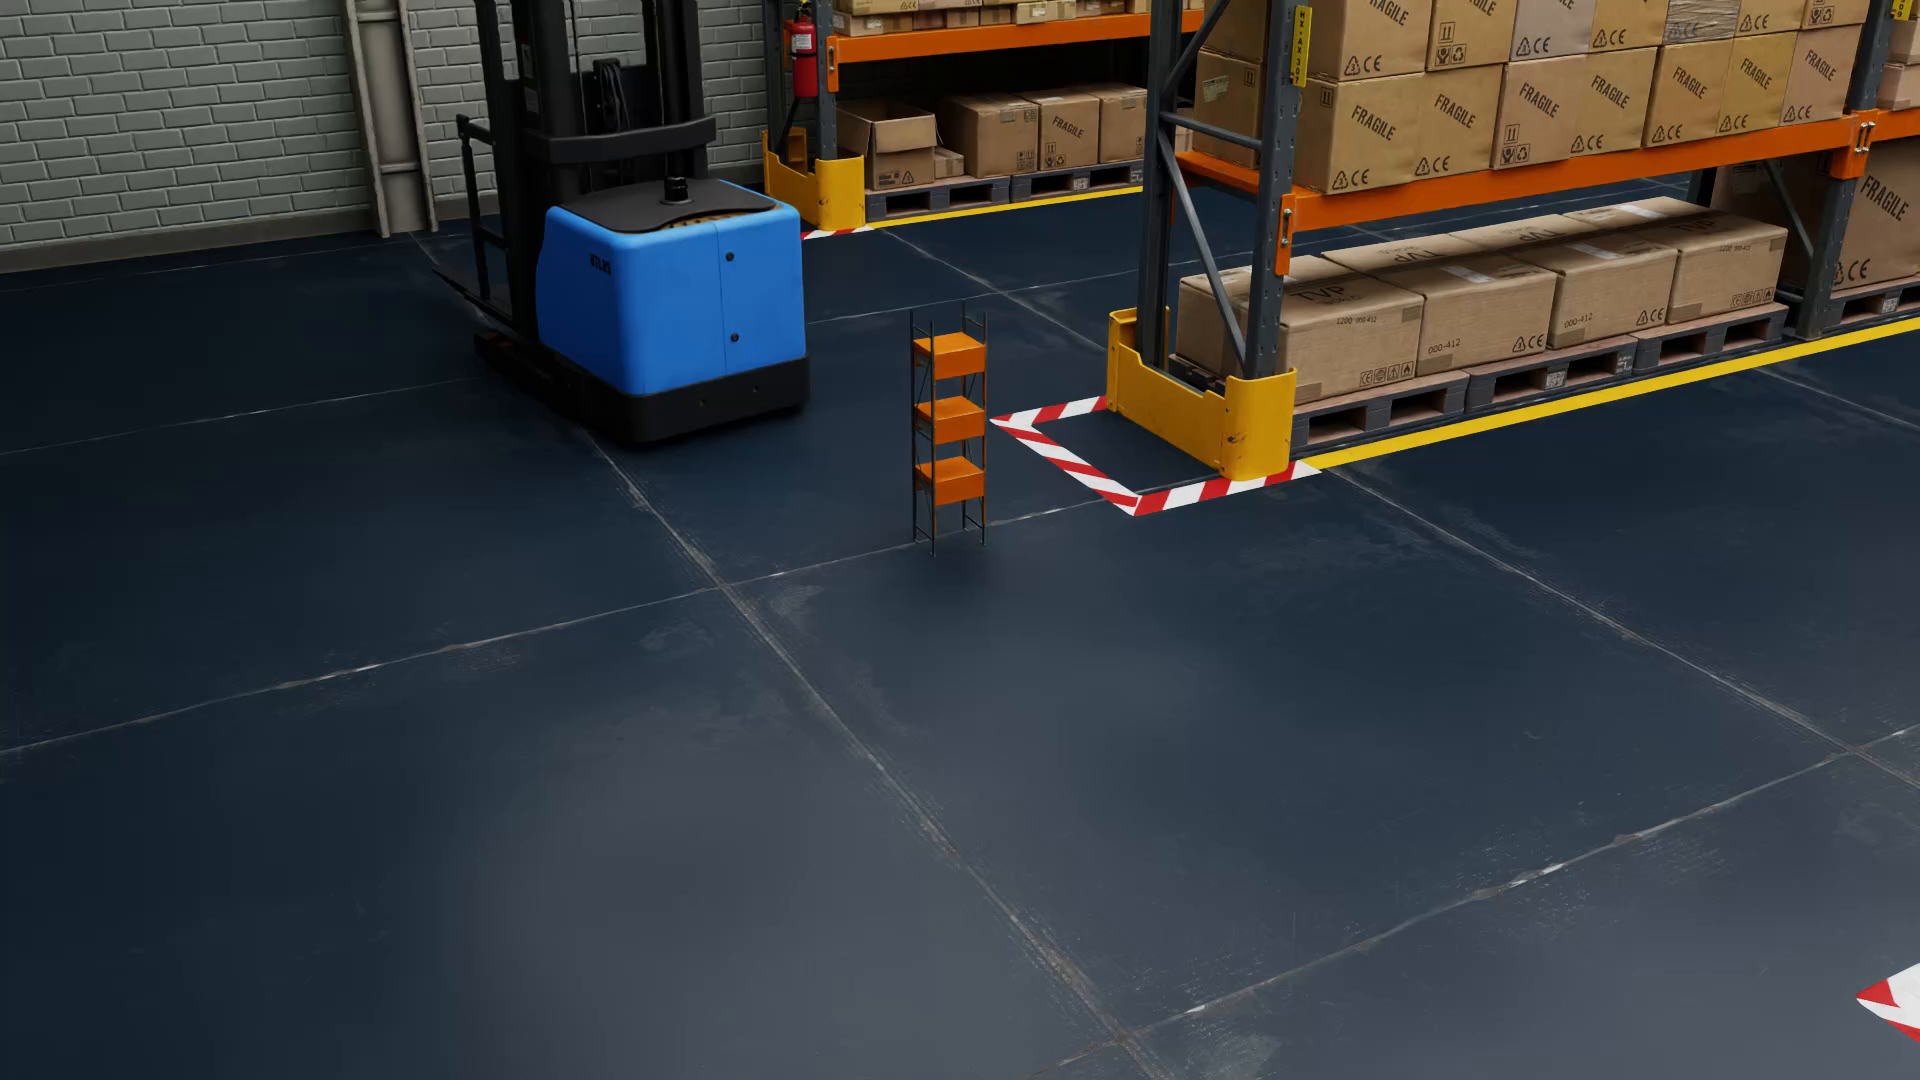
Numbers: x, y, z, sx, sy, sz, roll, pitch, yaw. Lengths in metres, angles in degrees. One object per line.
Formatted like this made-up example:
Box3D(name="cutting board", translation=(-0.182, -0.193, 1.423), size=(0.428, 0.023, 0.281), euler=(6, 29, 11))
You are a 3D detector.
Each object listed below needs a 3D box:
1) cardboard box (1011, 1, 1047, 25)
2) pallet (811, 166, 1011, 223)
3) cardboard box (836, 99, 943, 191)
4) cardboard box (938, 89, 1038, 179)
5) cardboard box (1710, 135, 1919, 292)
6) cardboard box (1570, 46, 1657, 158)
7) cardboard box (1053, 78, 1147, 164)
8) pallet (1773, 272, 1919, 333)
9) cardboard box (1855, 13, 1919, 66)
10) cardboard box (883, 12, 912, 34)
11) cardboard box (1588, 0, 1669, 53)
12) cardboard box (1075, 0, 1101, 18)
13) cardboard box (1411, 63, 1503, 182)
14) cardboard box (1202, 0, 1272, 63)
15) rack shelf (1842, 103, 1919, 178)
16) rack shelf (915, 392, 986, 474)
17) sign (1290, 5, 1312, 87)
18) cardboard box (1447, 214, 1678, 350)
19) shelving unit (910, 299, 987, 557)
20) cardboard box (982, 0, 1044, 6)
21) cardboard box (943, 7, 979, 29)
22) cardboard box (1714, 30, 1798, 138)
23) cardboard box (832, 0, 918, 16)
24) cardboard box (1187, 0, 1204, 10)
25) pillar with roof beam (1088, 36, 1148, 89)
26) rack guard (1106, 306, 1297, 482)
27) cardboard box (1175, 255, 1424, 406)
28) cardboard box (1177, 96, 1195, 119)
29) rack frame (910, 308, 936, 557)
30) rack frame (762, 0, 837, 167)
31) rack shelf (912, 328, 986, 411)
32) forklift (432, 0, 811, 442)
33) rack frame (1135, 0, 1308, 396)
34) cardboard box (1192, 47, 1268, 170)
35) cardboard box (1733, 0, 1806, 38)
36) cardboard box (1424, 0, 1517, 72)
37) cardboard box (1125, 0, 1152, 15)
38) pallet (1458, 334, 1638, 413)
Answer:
Box3D(name="cardboard box", translation=(0.429, -3.867, 12.129), size=(0.250, 0.149, 0.380), euler=(-14, 29, -27))
Box3D(name="pallet", translation=(-0.380, -2.696, 12.622), size=(1.213, 0.211, 1.003), euler=(-13, 29, -25))
Box3D(name="cardboard box", translation=(-0.566, -2.927, 12.280), size=(0.637, 0.503, 0.797), euler=(-14, 29, -27))
Box3D(name="cardboard box", translation=(0.206, -3.085, 12.613), size=(0.500, 0.500, 0.700), euler=(-12, 28, -23))
Box3D(name="cardboard box", translation=(5.227, -2.083, 10.093), size=(0.875, 0.875, 0.875), euler=(-12, 28, -24))
Box3D(name="cardboard box", translation=(3.072, -2.232, 8.318), size=(0.500, 0.500, 0.500), euler=(-12, 28, -23))
Box3D(name="cardboard box", translation=(1.122, -3.296, 13.053), size=(0.500, 0.500, 0.700), euler=(-14, 29, -27))
Box3D(name="pallet", translation=(5.363, -1.624, 10.388), size=(1.213, 0.211, 1.003), euler=(-13, 29, -25))
Box3D(name="cardboard box", translation=(5.239, -2.834, 9.284), size=(0.500, 0.250, 0.500), euler=(-14, 29, -27))
Box3D(name="cardboard box", translation=(-0.529, -3.693, 11.767), size=(0.250, 0.149, 0.380), euler=(-12, 28, -24))
Box3D(name="cardboard box", translation=(3.089, -2.683, 8.101), size=(0.500, 0.500, 0.500), euler=(-13, 28, -25))
Box3D(name="cardboard box", translation=(0.847, -4.008, 12.421), size=(0.250, 0.149, 0.380), euler=(-13, 29, -25))
Box3D(name="cardboard box", translation=(2.180, -2.027, 7.890), size=(0.500, 0.500, 0.500), euler=(-13, 29, -26))
Box3D(name="cardboard box", translation=(1.502, -2.565, 7.856), size=(0.500, 0.500, 0.500), euler=(-12, 28, -23))
Box3D(name="rack shelf", translation=(6.483, -2.778, 10.401), size=(4.000, 0.370, 1.077), euler=(-13, 29, -25))
Box3D(name="rack shelf", translation=(-0.047, -0.453, 7.005), size=(0.240, 0.259, 0.215), euler=(-13, 29, -25))
Box3D(name="sign", translation=(1.444, -2.093, 7.052), size=(0.005, 0.325, 0.100), euler=(-13, 29, -25))
Box3D(name="cardboard box", translation=(3.324, -1.460, 9.299), size=(0.875, 0.438, 0.875), euler=(-14, 29, -27))
Box3D(name="shelving unit", translation=(-0.047, -0.462, 7.000), size=(0.252, 1.050, 0.215), euler=(-13, 29, -25))
Box3D(name="cardboard box", translation=(0.267, -4.038, 12.025), size=(0.500, 0.250, 0.500), euler=(-14, 29, -26))
Box3D(name="cardboard box", translation=(-0.061, -3.788, 11.965), size=(0.250, 0.149, 0.380), euler=(-12, 28, -23))
Box3D(name="cardboard box", translation=(3.978, -2.441, 8.753), size=(0.500, 0.500, 0.500), euler=(-14, 29, -26))
Box3D(name="cardboard box", translation=(-0.623, -3.831, 11.593), size=(0.500, 0.250, 0.500), euler=(-13, 28, -25))
Box3D(name="cardboard box", translation=(1.779, -4.192, 12.805), size=(0.250, 0.149, 0.380), euler=(-12, 28, -24))
Box3D(name="pillar with roof beam", translation=(3.366, -5.852, 9.042), size=(0.400, 9.000, 9.100), euler=(-13, 29, -25))
Box3D(name="rack guard", translation=(1.167, -0.748, 8.231), size=(0.348, 0.500, 1.175), euler=(-13, 29, -25))
Box3D(name="cardboard box", translation=(1.724, -1.087, 8.523), size=(0.875, 0.438, 0.875), euler=(-14, 29, -27))
Box3D(name="cardboard box", translation=(1.685, -3.523, 13.742), size=(0.500, 0.311, 0.500), euler=(-12, 28, -23))
Box3D(name="rack frame", translation=(-0.155, -0.438, 6.948), size=(0.008, 1.050, 0.200), euler=(-13, 29, -25))
Box3D(name="rack frame", translation=(-1.150, -3.775, 11.647), size=(0.127, 3.000, 1.000), euler=(-13, 29, -25))
Box3D(name="rack shelf", translation=(-0.047, -0.709, 6.882), size=(0.240, 0.259, 0.215), euler=(-13, 29, -25))
Box3D(name="forklift", translation=(-2.068, -2.370, 8.799), size=(1.130, 2.935, 3.031), euler=(-18, 31, -33))
Box3D(name="rack frame", translation=(1.189, -1.880, 7.700), size=(0.127, 3.000, 1.000), euler=(-13, 29, -25))
Box3D(name="cardboard box", translation=(1.490, -2.124, 8.094), size=(0.500, 0.500, 0.500), euler=(-13, 28, -25))
Box3D(name="cardboard box", translation=(3.980, -2.889, 8.530), size=(0.500, 0.500, 0.500), euler=(-13, 29, -26))
Box3D(name="cardboard box", translation=(2.199, -2.473, 7.664), size=(0.500, 0.500, 0.500), euler=(-14, 29, -26))
Box3D(name="cardboard box", translation=(1.323, -4.086, 12.584), size=(0.250, 0.149, 0.380), euler=(-13, 29, -26))
Box3D(name="pallet", translation=(2.932, -1.062, 9.219), size=(1.213, 0.211, 1.003), euler=(-13, 29, -25))
